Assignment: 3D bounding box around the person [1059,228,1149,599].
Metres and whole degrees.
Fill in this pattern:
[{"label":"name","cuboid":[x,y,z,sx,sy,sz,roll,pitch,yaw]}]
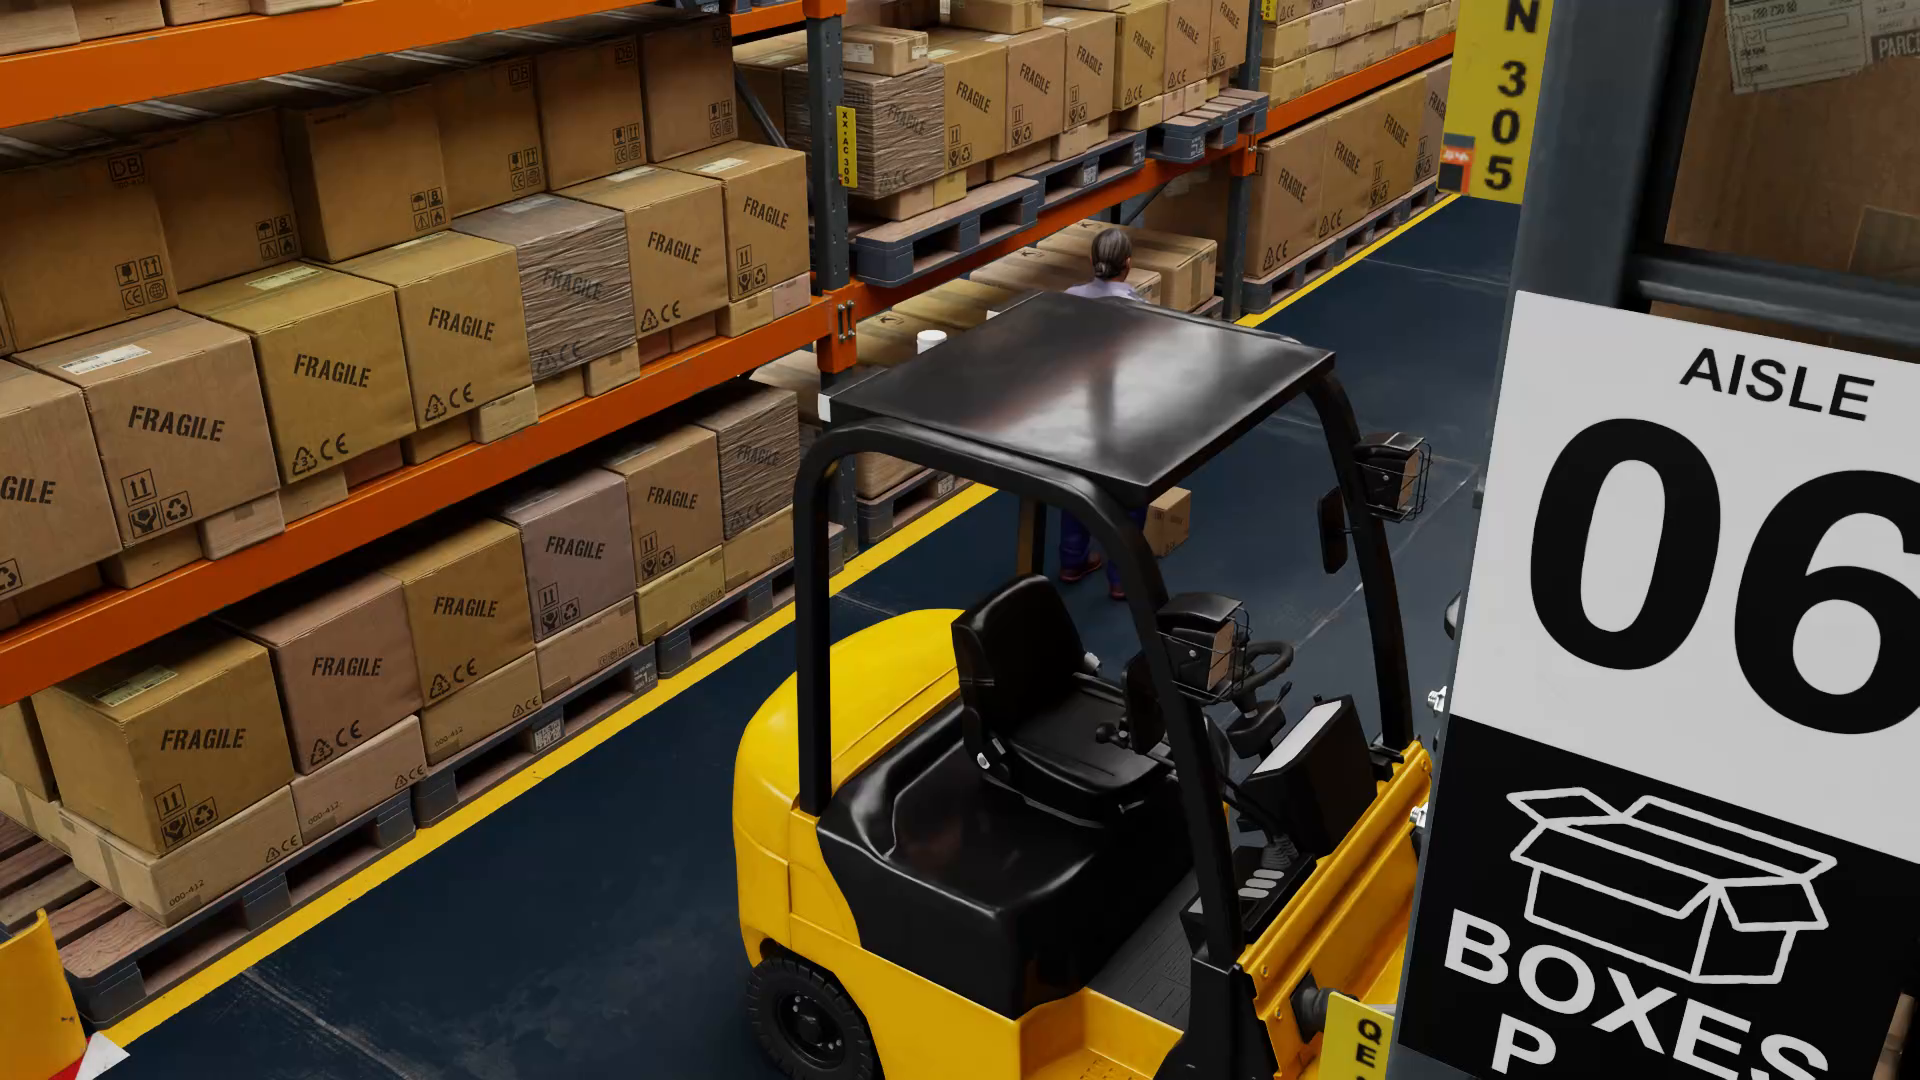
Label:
[{"label":"person","cuboid":[0.644,-0.551,7.221,0.463,1.653,0.343,18,32,31]}]
